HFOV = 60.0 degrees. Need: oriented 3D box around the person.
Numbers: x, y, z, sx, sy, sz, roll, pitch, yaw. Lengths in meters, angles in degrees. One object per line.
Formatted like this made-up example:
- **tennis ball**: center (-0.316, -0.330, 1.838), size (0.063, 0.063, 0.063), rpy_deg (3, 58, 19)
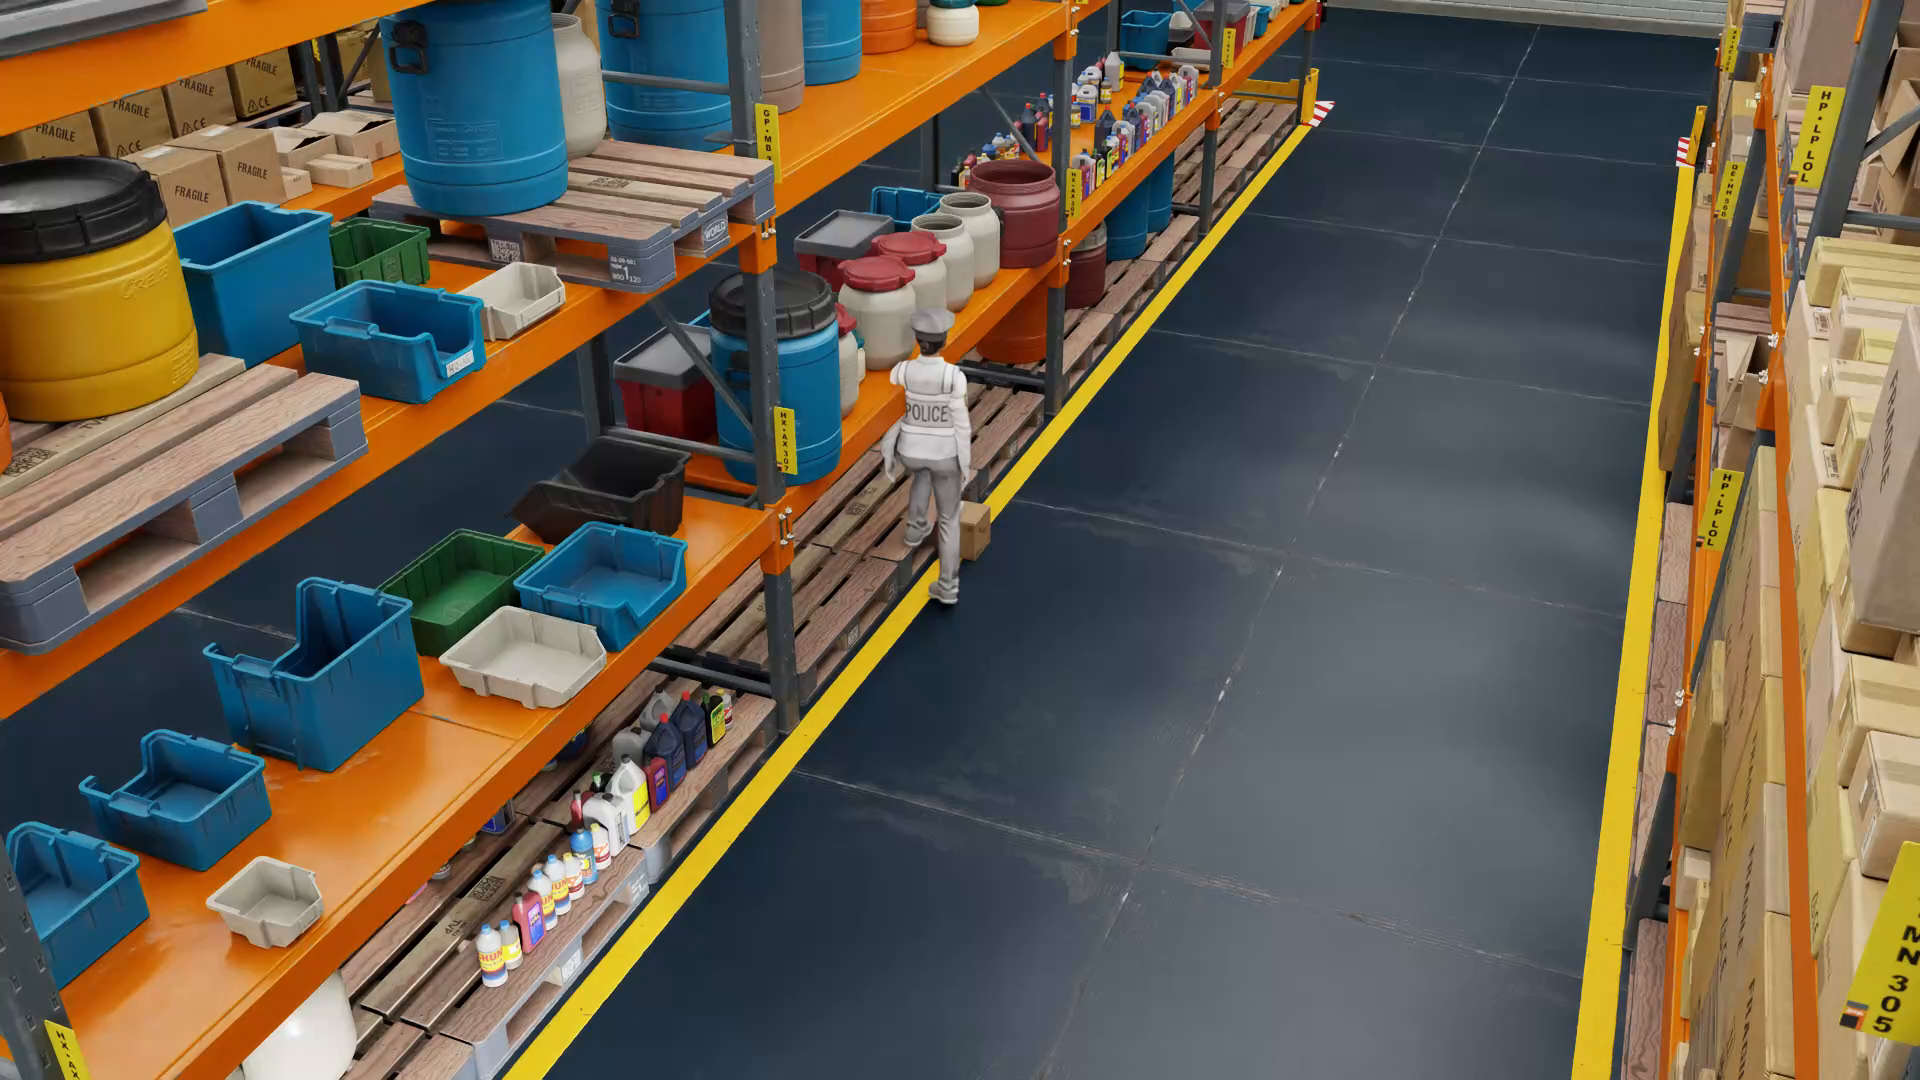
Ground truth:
- **person**: center (-0.164, -0.491, 9.249), size (0.504, 1.685, 0.602), rpy_deg (5, 30, 9)
